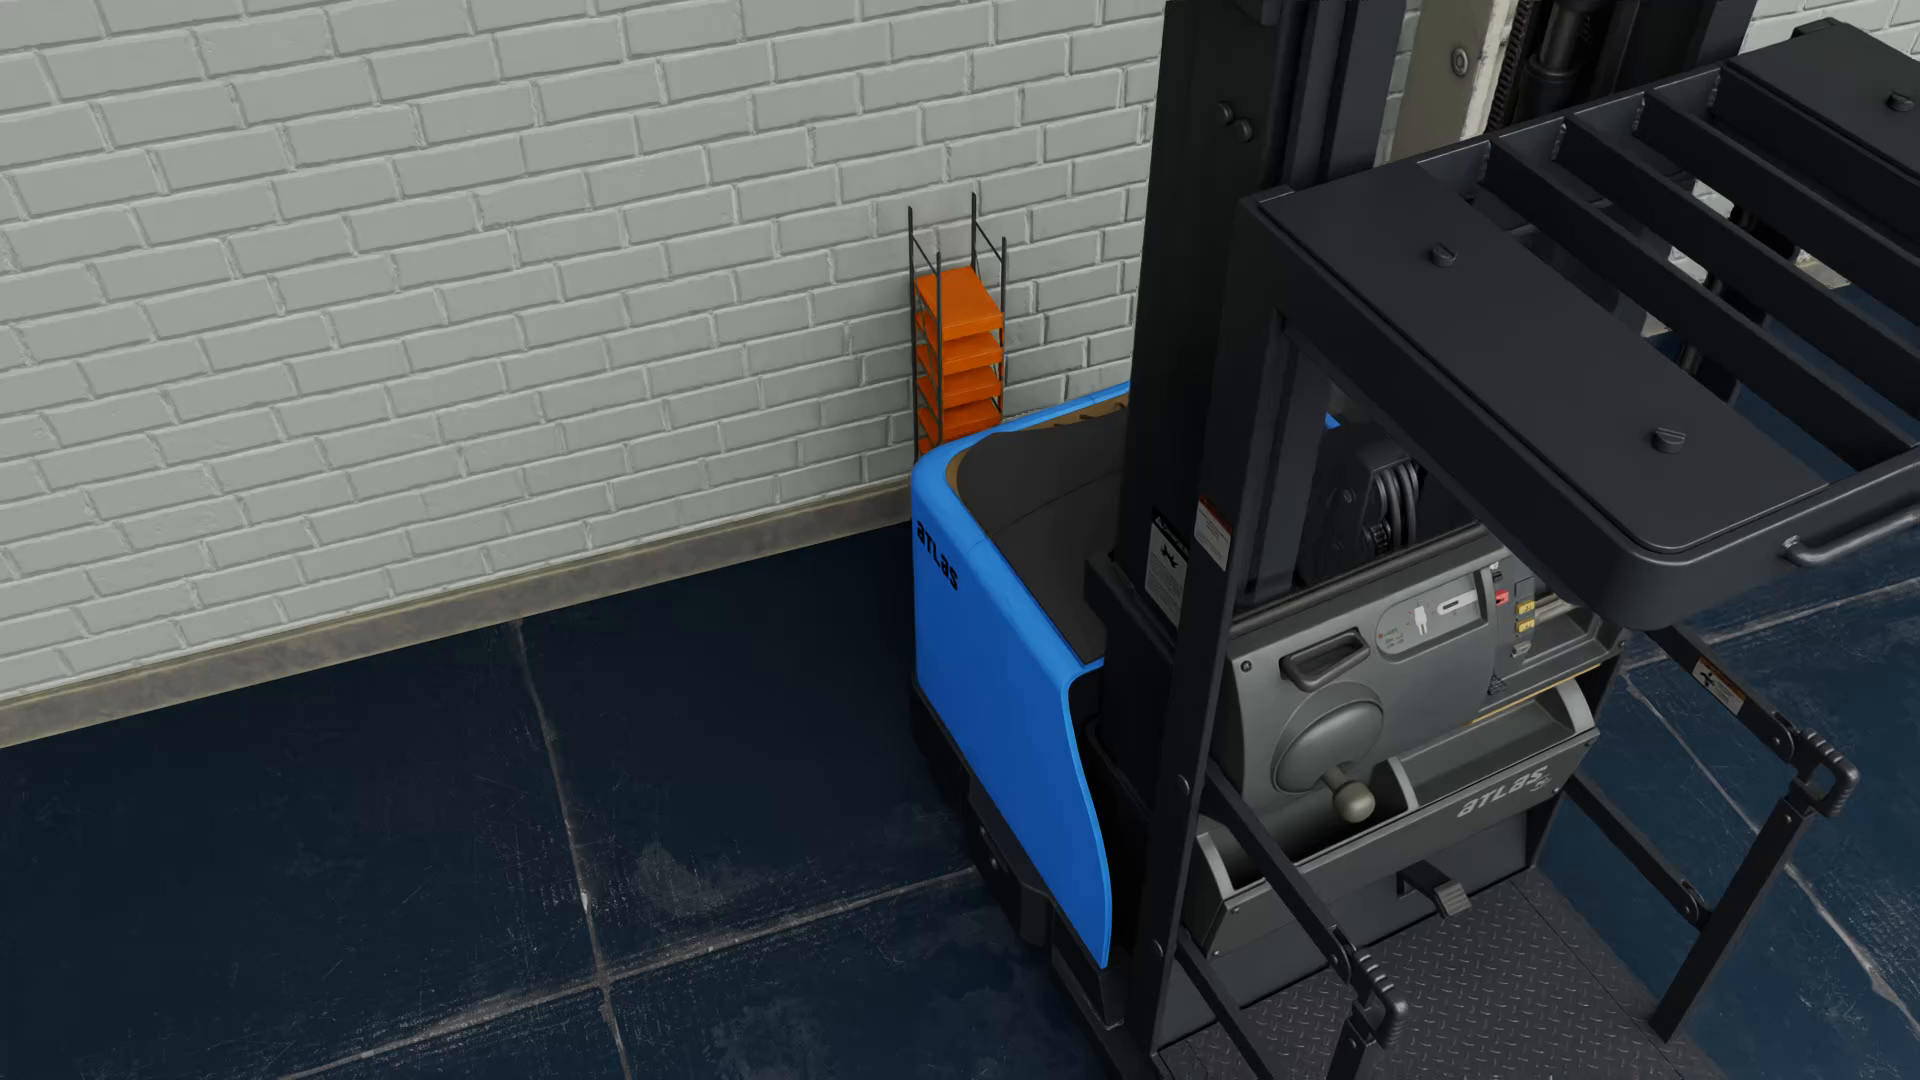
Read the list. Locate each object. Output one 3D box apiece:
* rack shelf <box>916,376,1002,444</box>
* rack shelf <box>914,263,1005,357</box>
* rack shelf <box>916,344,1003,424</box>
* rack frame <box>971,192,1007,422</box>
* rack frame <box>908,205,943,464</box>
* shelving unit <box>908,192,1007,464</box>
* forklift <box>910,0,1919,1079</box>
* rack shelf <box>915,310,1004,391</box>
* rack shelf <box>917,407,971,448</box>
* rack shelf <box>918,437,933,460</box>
[{"bbox_3d":[-0.008,-0.383,4.847,0.180,0.103,0.258,-15,47,-15],"label":"rack shelf"},{"bbox_3d":[-0.008,-0.637,4.592,0.180,0.103,0.258,-15,47,-15],"label":"rack shelf"},{"bbox_3d":[-0.008,-0.468,4.762,0.180,0.103,0.258,-15,47,-15],"label":"rack shelf"},{"bbox_3d":[0.077,-0.438,4.839,0.006,1.200,0.240,-15,47,-15],"label":"rack frame"},{"bbox_3d":[-0.094,-0.391,4.793,0.006,1.200,0.240,-15,47,-15],"label":"rack frame"},{"bbox_3d":[-0.008,-0.414,4.816,0.189,1.200,0.258,-15,47,-15],"label":"shelving unit"},{"bbox_3d":[0.987,0.294,2.887,1.130,2.935,3.031,-20,48,-19],"label":"forklift"},{"bbox_3d":[-0.008,-0.552,4.677,0.180,0.103,0.258,-15,47,-15],"label":"rack shelf"},{"bbox_3d":[-0.008,-0.298,4.932,0.180,0.103,0.258,-15,47,-15],"label":"rack shelf"},{"bbox_3d":[-0.008,-0.214,5.017,0.180,0.103,0.258,-15,47,-15],"label":"rack shelf"}]
